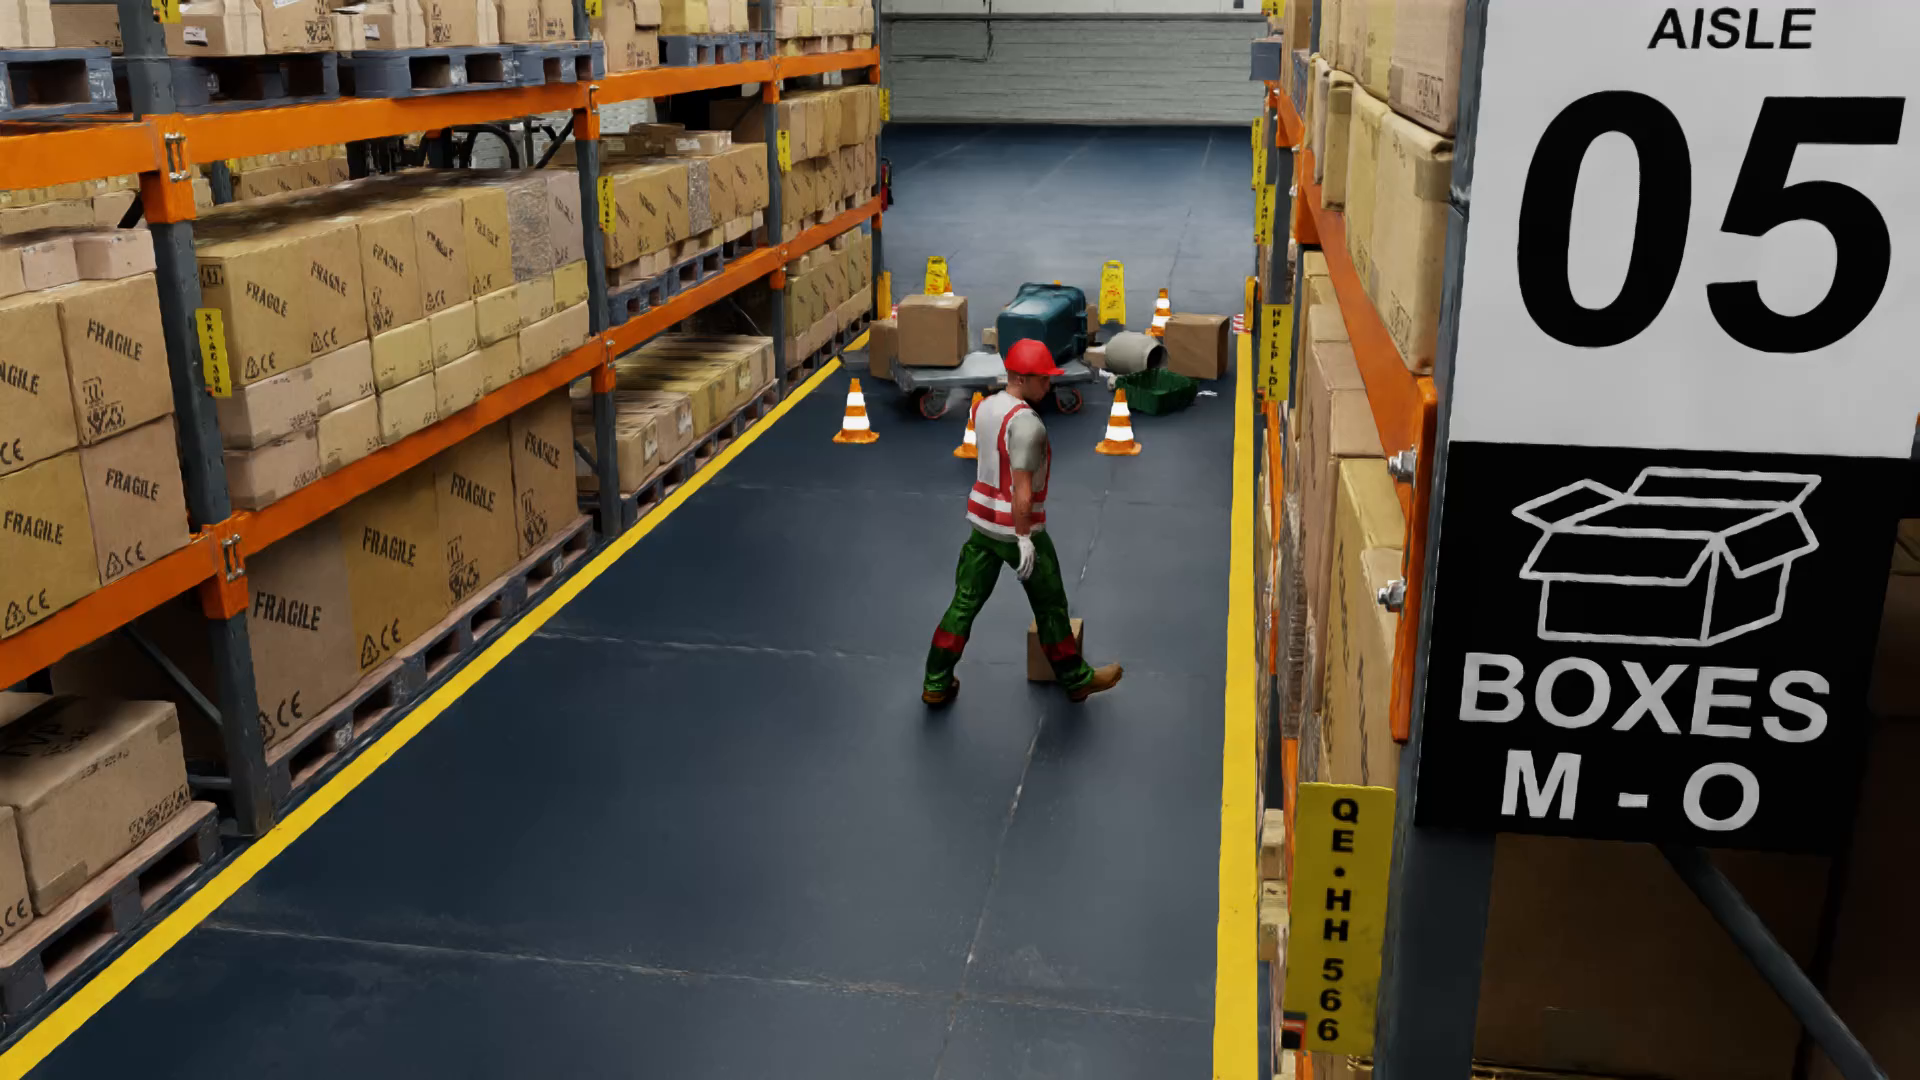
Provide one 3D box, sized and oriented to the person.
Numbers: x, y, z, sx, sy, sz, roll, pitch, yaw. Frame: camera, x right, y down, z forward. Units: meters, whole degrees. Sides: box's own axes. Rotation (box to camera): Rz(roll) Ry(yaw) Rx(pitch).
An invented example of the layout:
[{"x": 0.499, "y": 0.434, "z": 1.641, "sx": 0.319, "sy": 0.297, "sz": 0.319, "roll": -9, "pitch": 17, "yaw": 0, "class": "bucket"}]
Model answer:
[{"x": 0.282, "y": -0.073, "z": 7.757, "sx": 0.900, "sy": 1.753, "sz": 0.627, "roll": -11, "pitch": 21, "yaw": -31, "class": "person"}]
